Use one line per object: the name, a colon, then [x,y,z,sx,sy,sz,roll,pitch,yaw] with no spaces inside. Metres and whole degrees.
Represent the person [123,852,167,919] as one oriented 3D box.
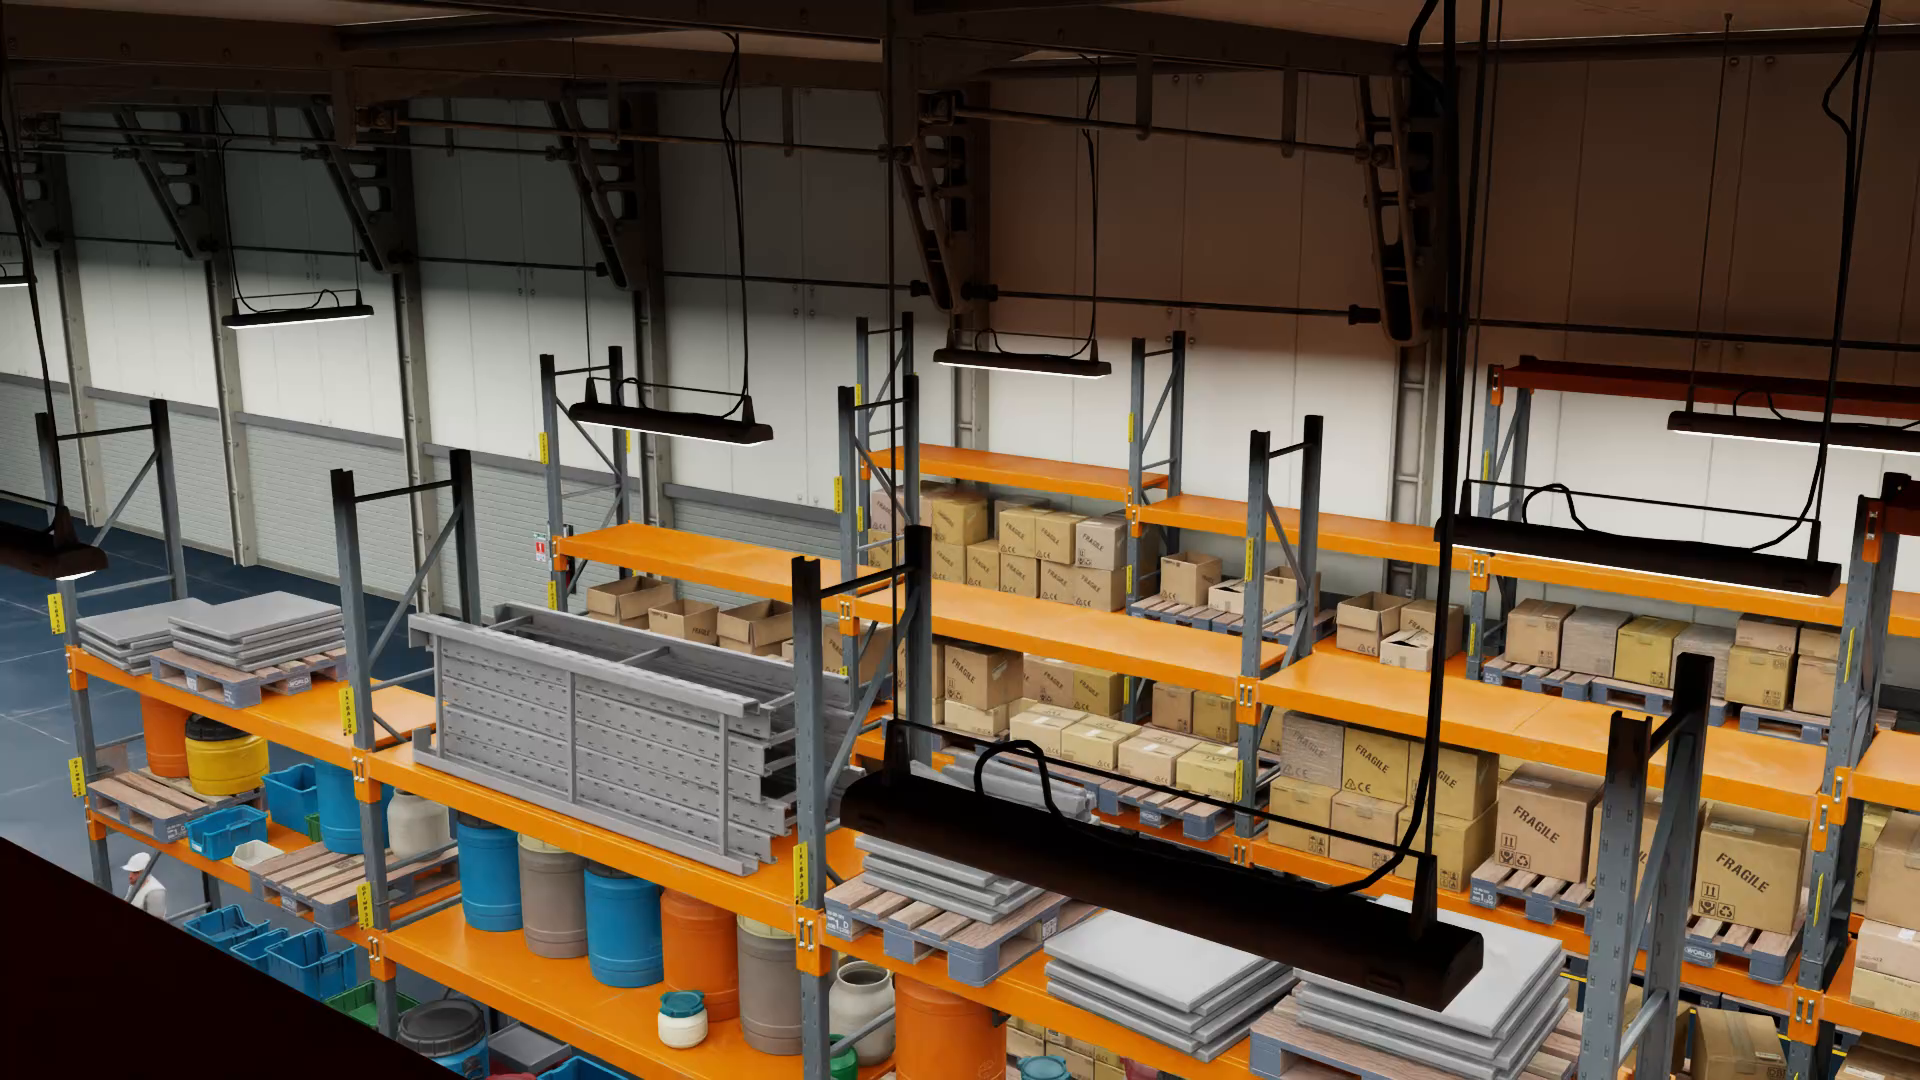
person: [-7.562,3.716,15.429,0.587,1.732,1.099,8,15,30]
